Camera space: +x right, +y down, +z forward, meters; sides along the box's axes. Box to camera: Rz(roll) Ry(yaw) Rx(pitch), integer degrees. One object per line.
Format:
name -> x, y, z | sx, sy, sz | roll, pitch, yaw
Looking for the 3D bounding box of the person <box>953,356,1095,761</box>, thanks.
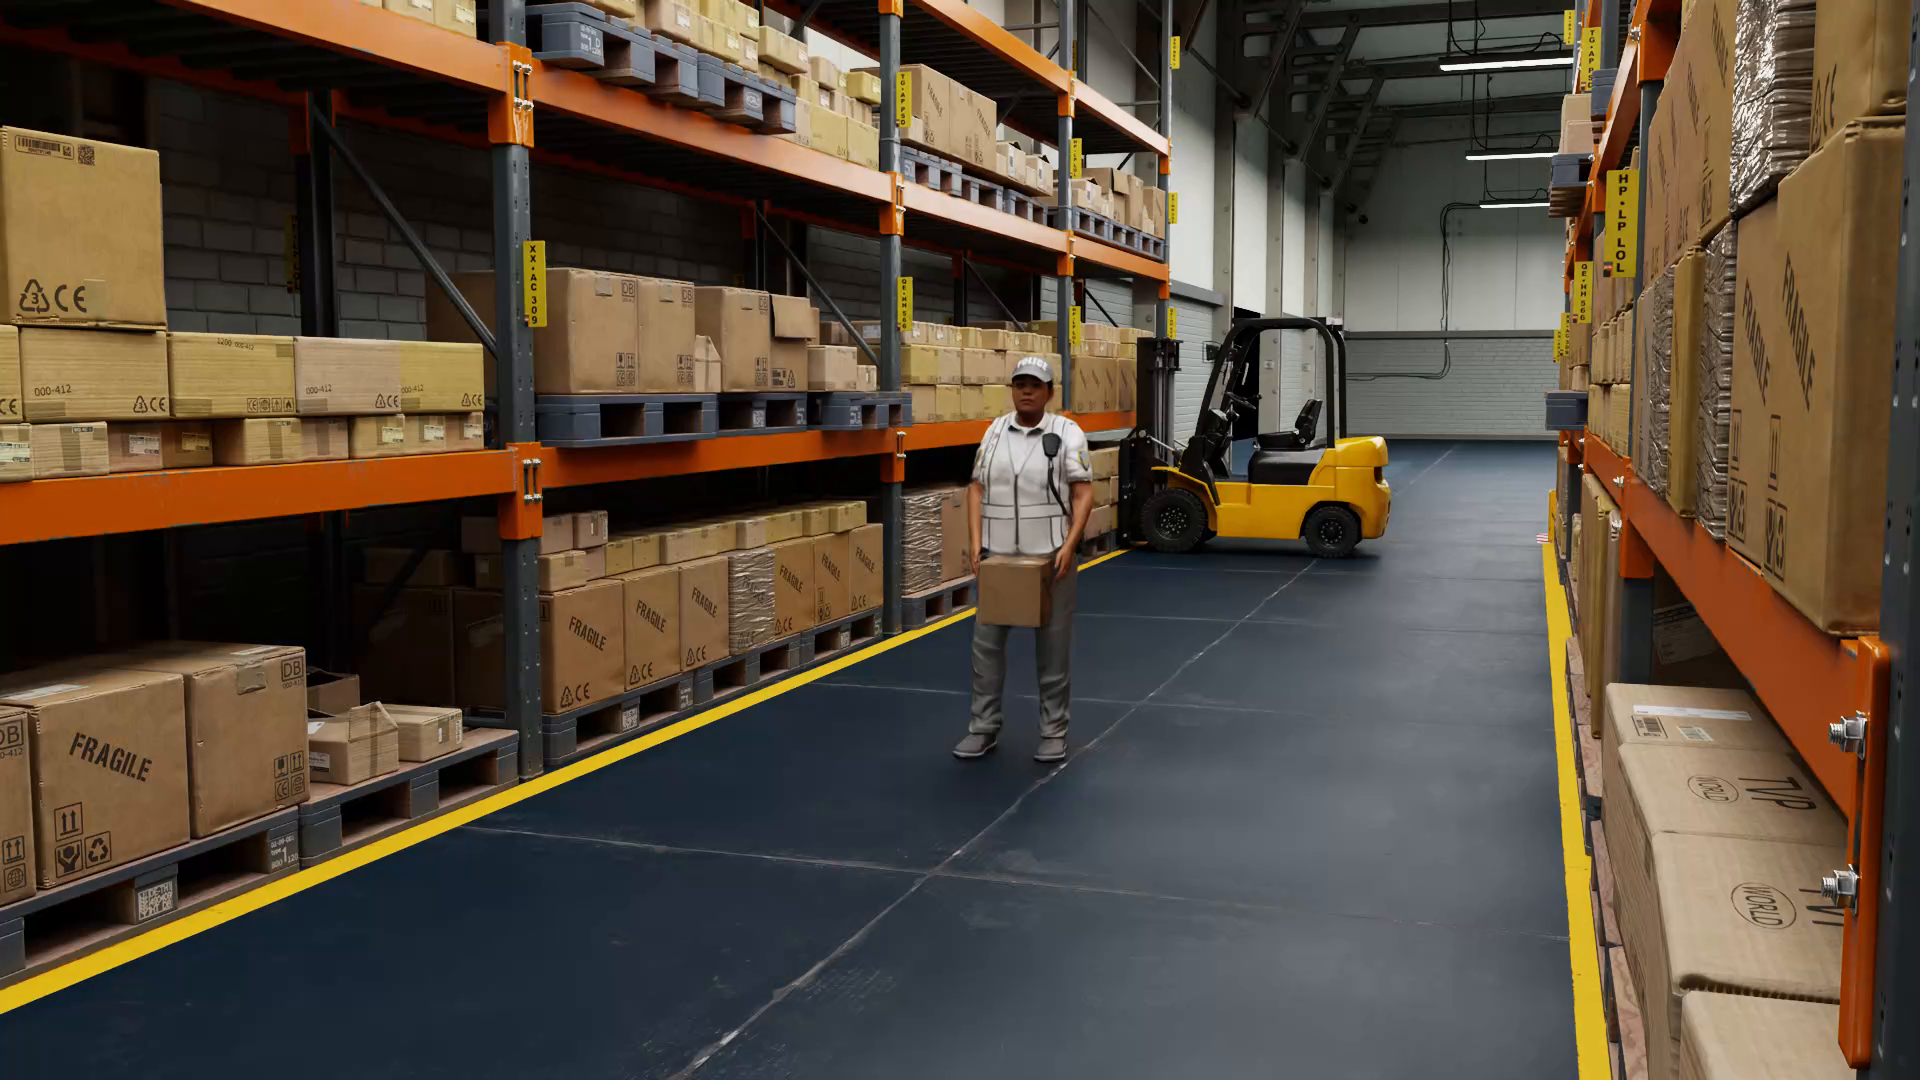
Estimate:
person -> 0.276, 0.073, 6.908 | 0.562, 1.667, 0.423 | 2, 6, 19
